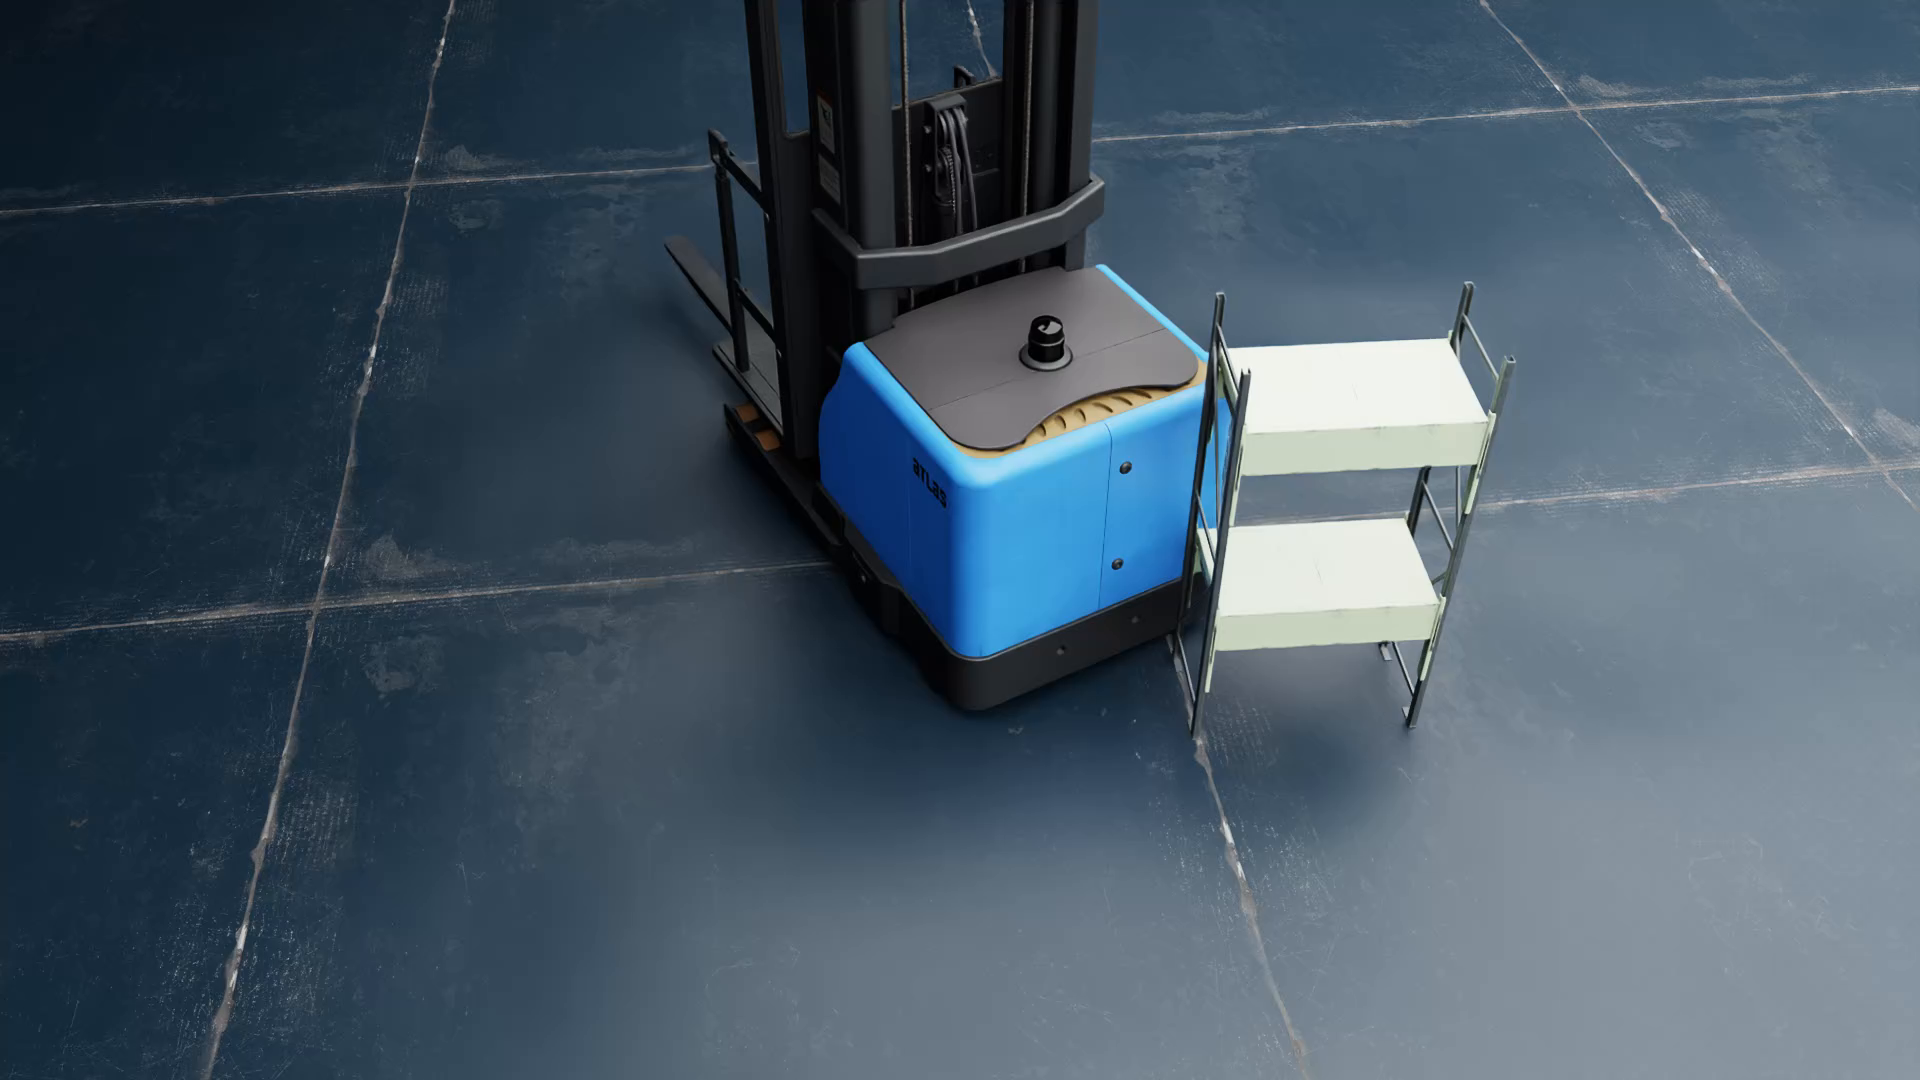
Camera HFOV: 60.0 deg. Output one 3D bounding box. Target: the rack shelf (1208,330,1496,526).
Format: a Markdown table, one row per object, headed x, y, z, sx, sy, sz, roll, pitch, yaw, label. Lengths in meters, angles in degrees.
| x | y | z | sx | sy | sz | roll | pitch | yaw | label |
| --- | --- | --- | --- | --- | --- | --- | --- | --- | --- |
| 1.130 | -0.333 | 4.917 | 0.720 | 0.370 | 0.431 | -3 | 42 | -3 | rack shelf |

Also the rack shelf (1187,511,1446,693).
| x | y | z | sx | sy | sz | roll | pitch | yaw | label |
| --- | --- | --- | --- | --- | --- | --- | --- | --- | --- |
| 1.130 | 0.199 | 5.396 | 0.720 | 0.370 | 0.431 | -3 | 42 | -3 | rack shelf |

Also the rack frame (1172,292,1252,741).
| x | y | z | sx | sy | sz | roll | pitch | yaw | label |
| --- | --- | --- | --- | --- | --- | --- | --- | --- | --- |
| 0.765 | -0.025 | 5.157 | 0.023 | 1.500 | 0.400 | -3 | 42 | -3 | rack frame |

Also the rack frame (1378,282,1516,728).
| x | y | z | sx | sy | sz | roll | pitch | yaw | label |
| --- | --- | --- | --- | --- | --- | --- | --- | --- | --- |
| 1.495 | -0.062 | 5.199 | 0.023 | 1.500 | 0.400 | -3 | 42 | -3 | rack frame |

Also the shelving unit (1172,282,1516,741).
| x | y | z | sx | sy | sz | roll | pitch | yaw | label |
| --- | --- | --- | --- | --- | --- | --- | --- | --- | --- |
| 1.130 | -0.043 | 5.178 | 0.755 | 1.500 | 0.431 | -3 | 42 | -3 | shelving unit |

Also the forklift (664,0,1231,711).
| x | y | z | sx | sy | sz | roll | pitch | yaw | label |
| --- | --- | --- | --- | --- | --- | --- | --- | --- | --- |
| -0.281 | -1.498 | 5.722 | 1.130 | 2.935 | 3.031 | -21 | 46 | -22 | forklift |
